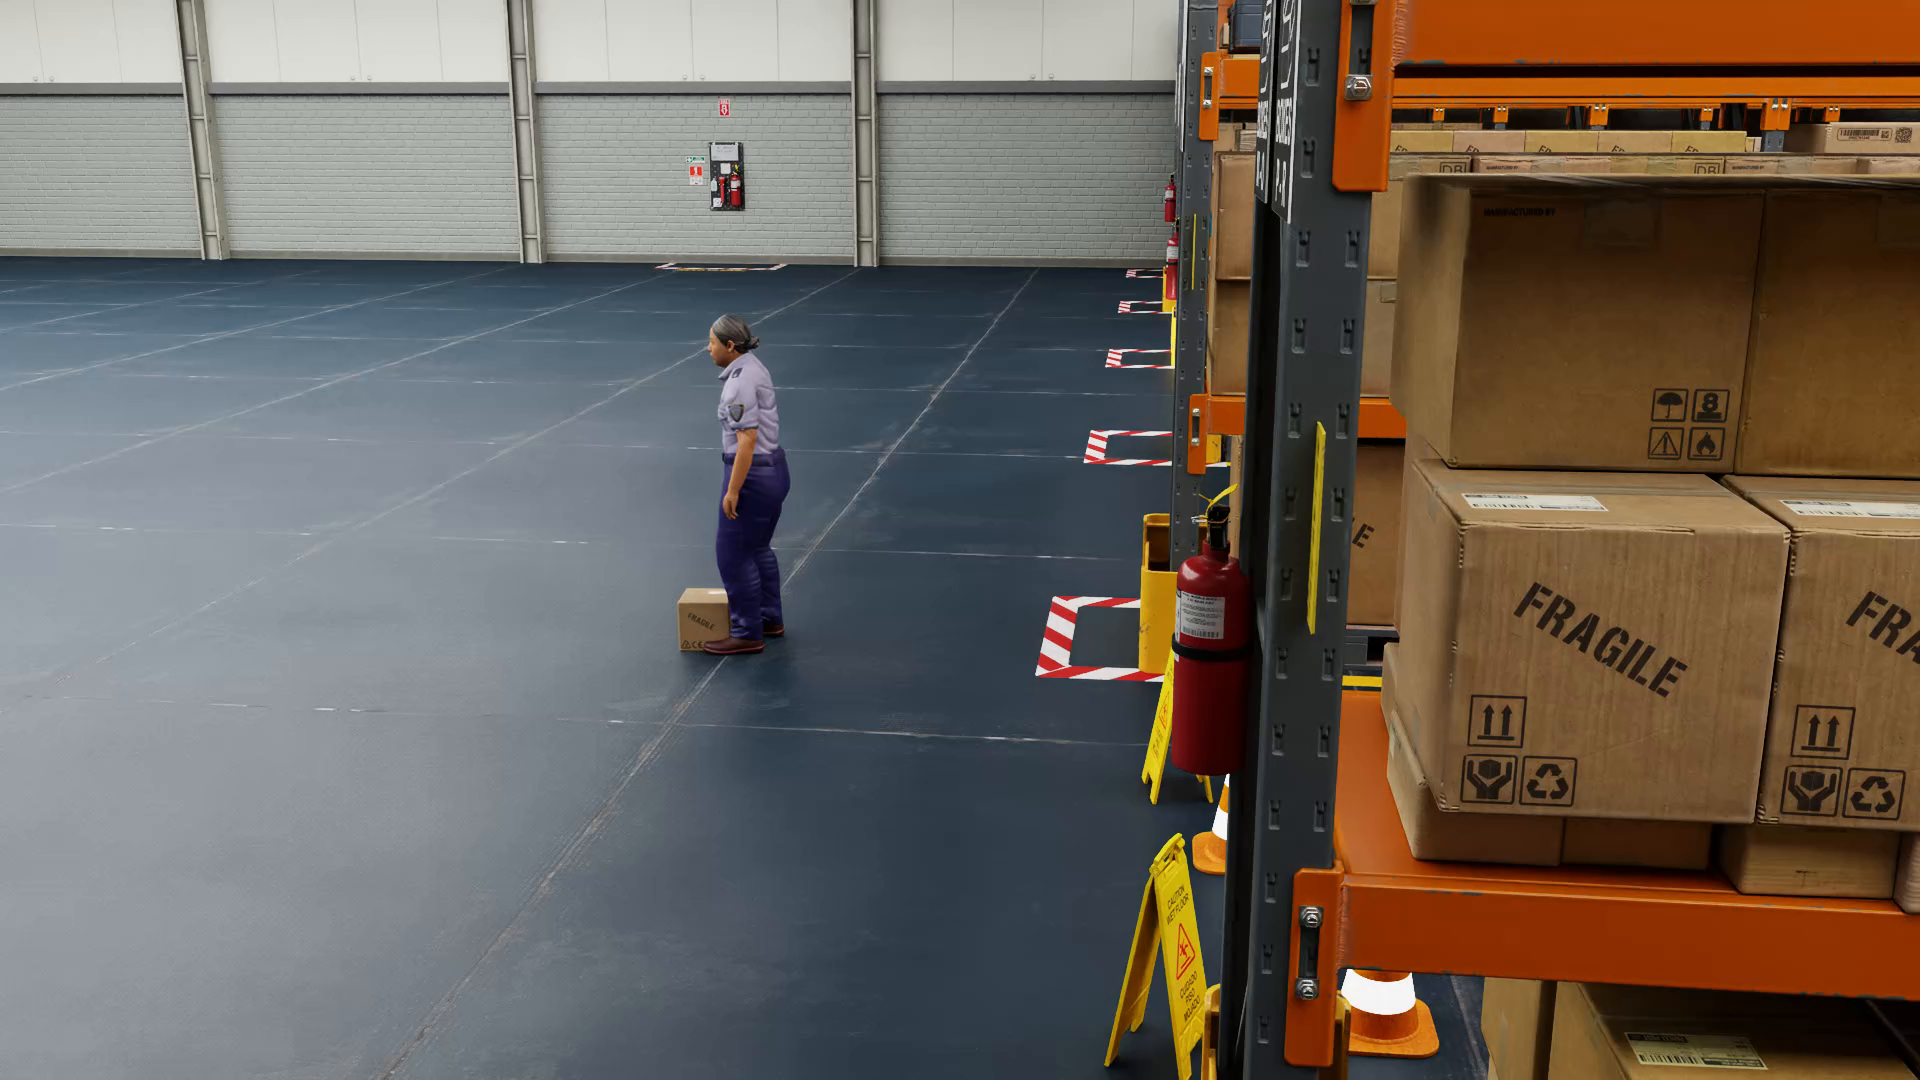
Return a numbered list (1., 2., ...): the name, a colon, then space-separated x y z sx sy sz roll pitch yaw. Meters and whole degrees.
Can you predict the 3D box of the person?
1. person: -1.049 -0.275 8.093 0.418 1.653 0.562 1 14 4
